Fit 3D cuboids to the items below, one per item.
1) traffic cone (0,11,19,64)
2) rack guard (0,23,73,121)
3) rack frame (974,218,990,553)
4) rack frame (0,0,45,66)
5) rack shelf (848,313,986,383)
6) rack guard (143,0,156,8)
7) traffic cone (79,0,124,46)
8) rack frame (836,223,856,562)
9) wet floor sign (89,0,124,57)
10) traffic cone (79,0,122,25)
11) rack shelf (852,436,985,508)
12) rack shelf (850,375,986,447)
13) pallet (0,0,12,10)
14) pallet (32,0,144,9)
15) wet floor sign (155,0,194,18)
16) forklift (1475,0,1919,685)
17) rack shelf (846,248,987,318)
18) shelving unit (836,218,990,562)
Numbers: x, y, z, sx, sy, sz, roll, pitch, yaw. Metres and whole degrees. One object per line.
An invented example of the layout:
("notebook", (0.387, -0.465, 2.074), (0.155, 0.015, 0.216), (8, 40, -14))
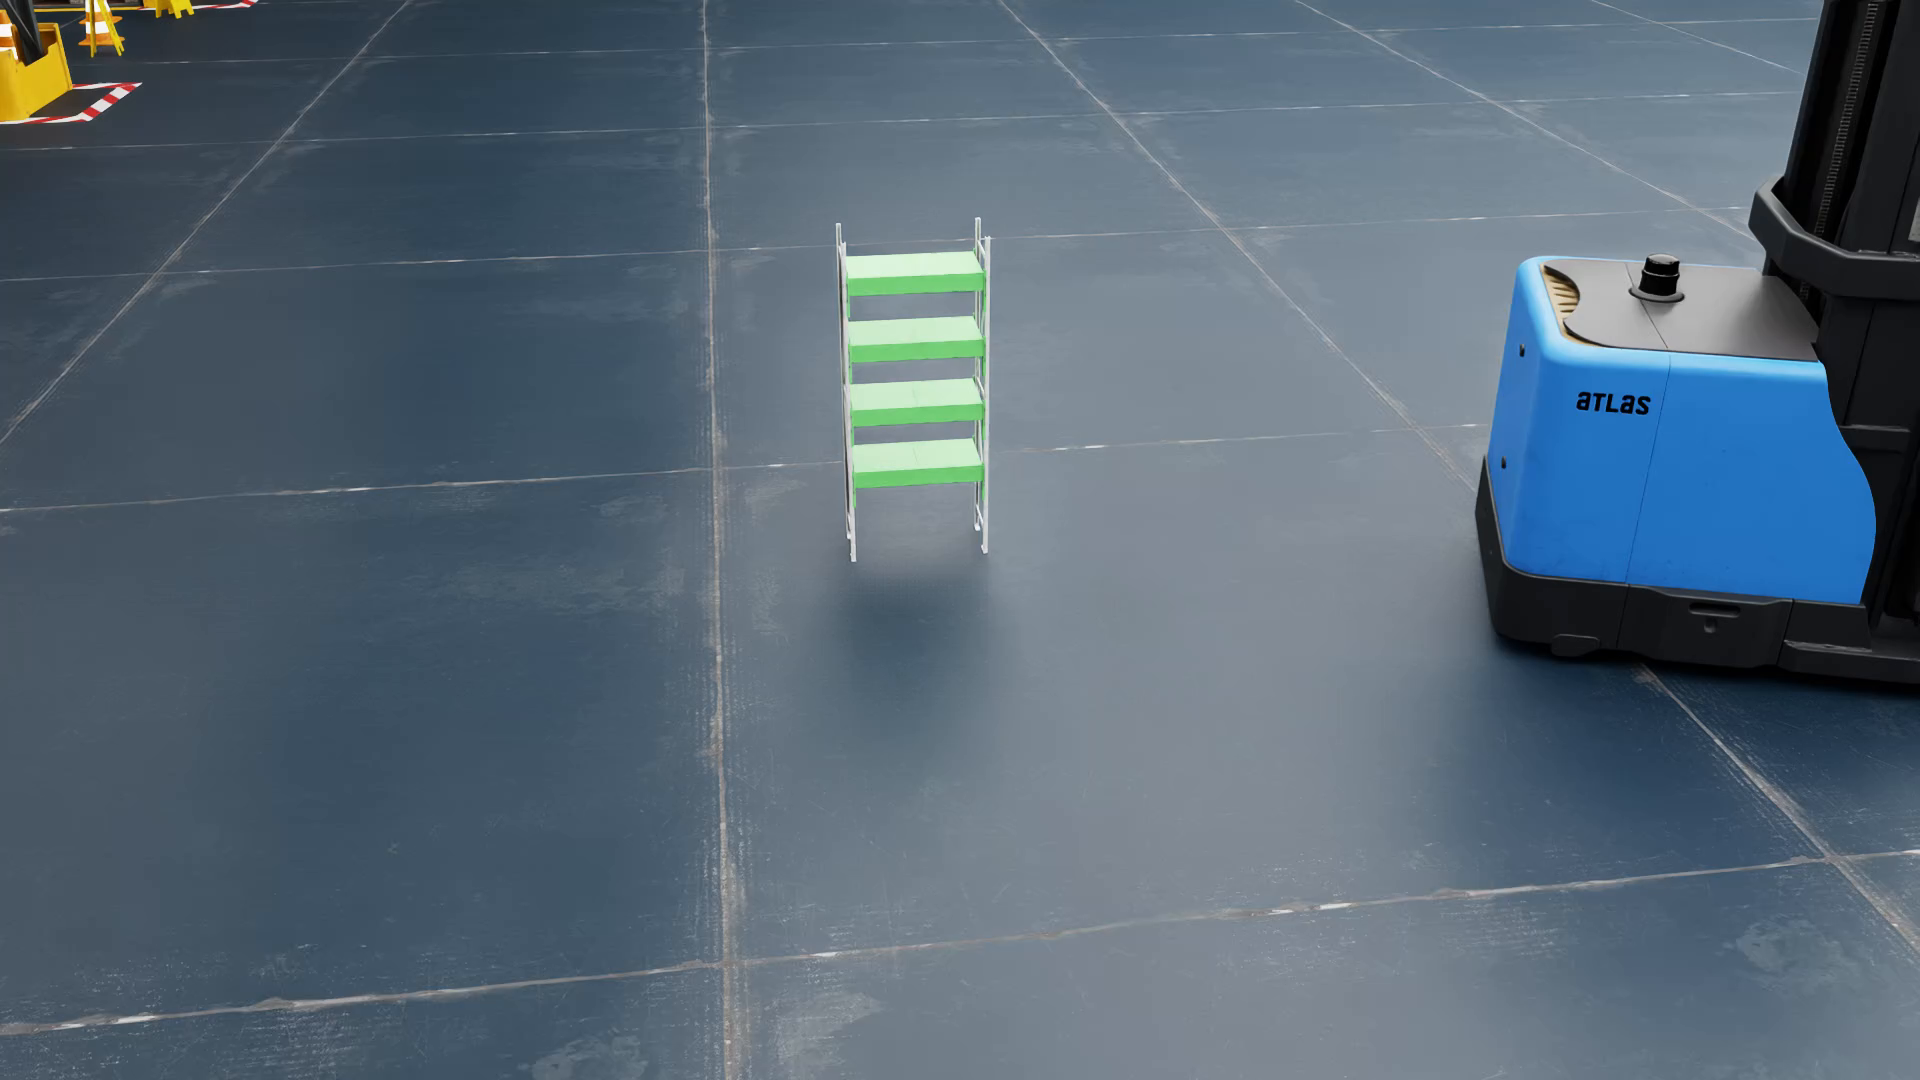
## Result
("traffic cone", (-7.922, -4.165, 13.861), (0.334, 0.463, 0.336), (-4, 27, -7))
("rack guard", (-7.175, -3.575, 12.670), (0.348, 0.500, 1.175), (-4, 27, -7))
("rack frame", (0.078, -0.539, 5.986), (0.015, 1.200, 0.240), (-4, 27, -7))
("rack frame", (-7.199, -4.686, 12.097), (0.127, 3.000, 1.000), (-4, 27, -7))
("rack shelf", (-0.164, -0.680, 5.875), (0.480, 0.148, 0.258), (-4, 27, -7))
("rack guard", (-8.064, -5.800, 17.007), (0.348, 0.500, 1.175), (-4, 27, -7))
("traffic cone", (-7.743, -4.698, 14.899), (0.334, 0.463, 0.336), (-4, 27, -7))
("rack frame", (-0.406, -0.508, 5.925), (0.015, 1.200, 0.240), (-4, 27, -7))
("wet floor sign", (-7.446, -4.535, 14.382), (0.232, 0.644, 0.267), (-8, 28, -16))
("traffic cone", (-8.235, -5.178, 15.835), (0.334, 0.463, 0.336), (-4, 27, -7))
("rack shelf", (-0.164, -0.253, 6.094), (0.480, 0.148, 0.258), (-4, 27, -7))
("rack shelf", (-0.164, -0.466, 5.985), (0.480, 0.148, 0.258), (-4, 27, -7))
("pallet", (-10.079, -5.560, 16.855), (1.213, 0.211, 1.003), (-4, 27, -7))
("pallet", (-8.873, -5.636, 17.003), (1.213, 0.211, 1.003), (-4, 27, -7))
("wet floor sign", (-7.651, -5.398, 16.064), (0.232, 0.644, 0.267), (6, 28, 11))
("forklift", (3.345, -1.012, 5.011), (3.031, 2.935, 1.130), (5, 28, 10))
("rack shelf", (-0.164, -0.894, 5.766), (0.480, 0.148, 0.258), (-4, 27, -7))
("shelving unit", (-0.164, -0.523, 5.956), (0.503, 1.200, 0.258), (-4, 27, -7))
